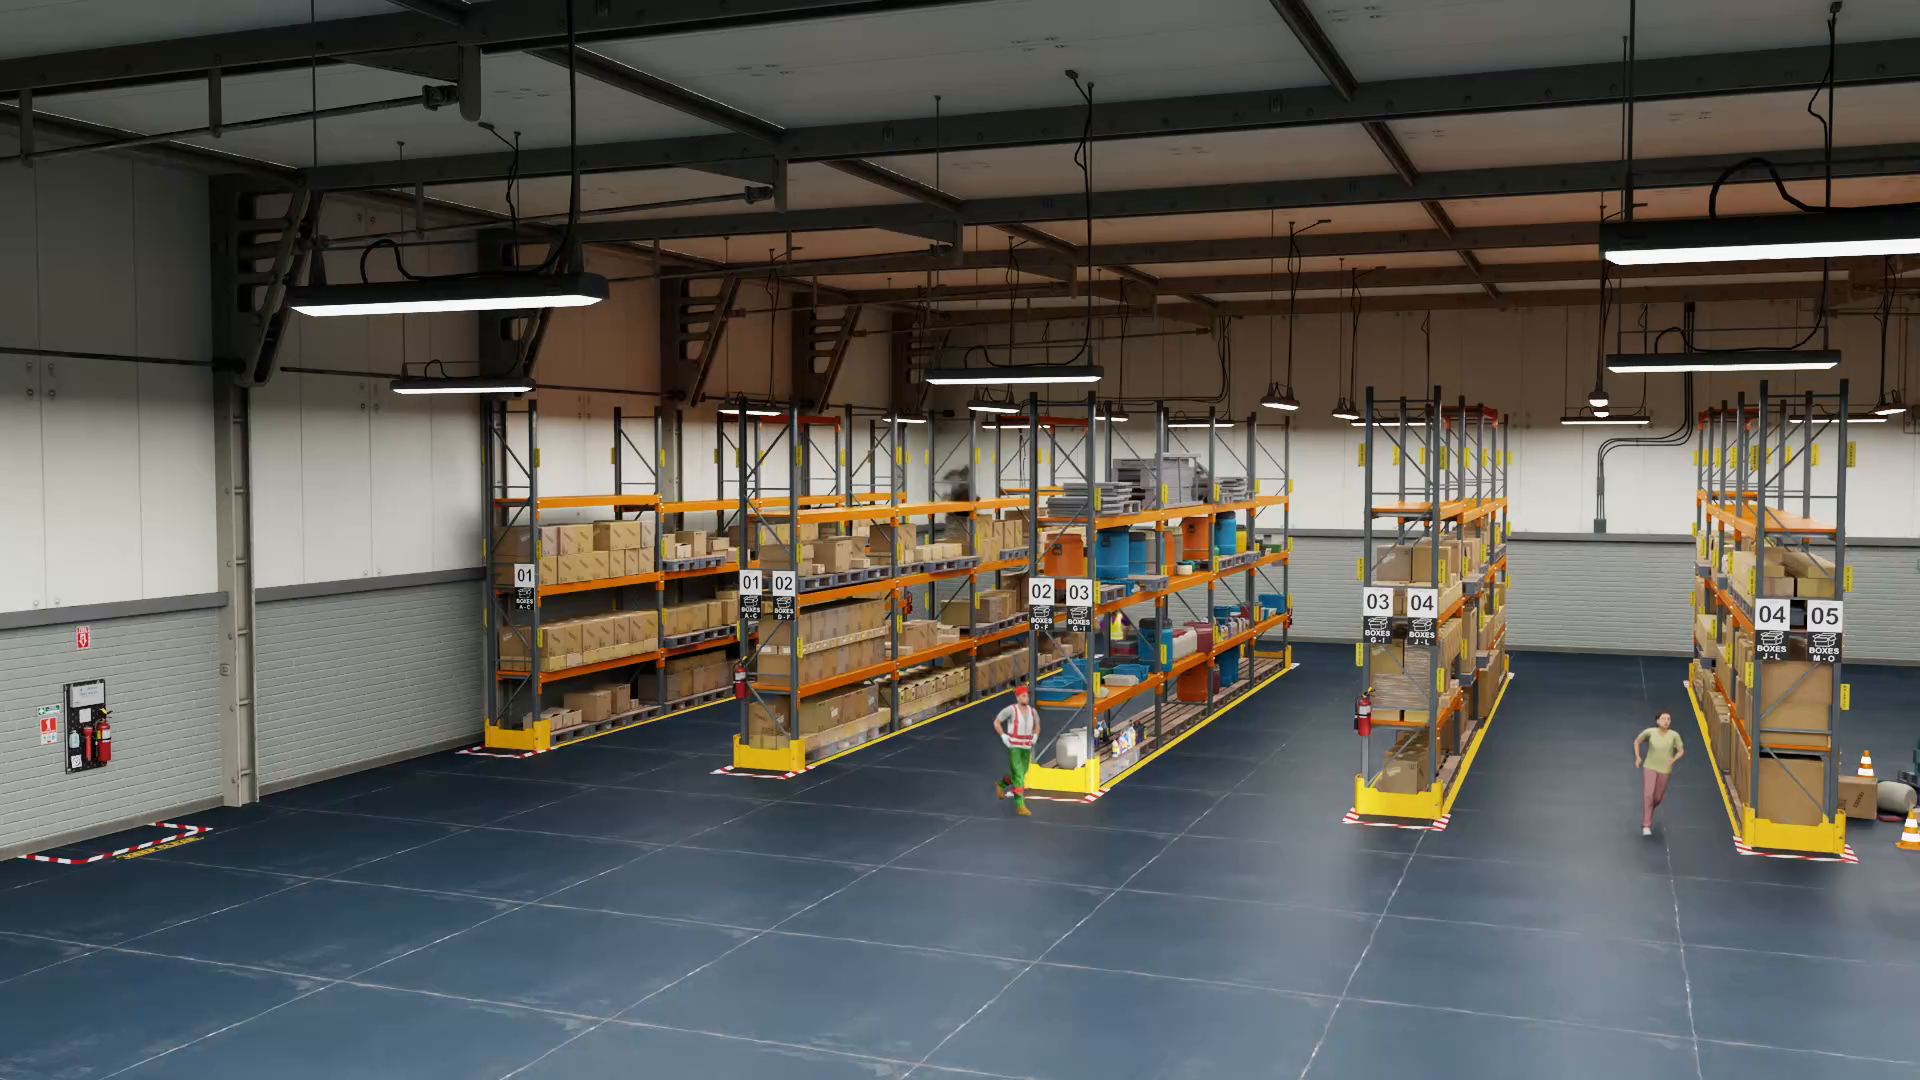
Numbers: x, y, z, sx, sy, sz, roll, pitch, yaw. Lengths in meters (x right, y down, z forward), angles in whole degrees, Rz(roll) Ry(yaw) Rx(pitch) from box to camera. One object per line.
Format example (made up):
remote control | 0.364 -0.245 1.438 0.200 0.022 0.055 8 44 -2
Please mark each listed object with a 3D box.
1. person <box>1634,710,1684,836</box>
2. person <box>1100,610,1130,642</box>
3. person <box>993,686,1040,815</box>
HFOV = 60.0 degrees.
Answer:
person | 9.345 3.086 22.232 0.618 1.628 0.858 1 3 17
person | 3.485 2.270 37.671 0.672 1.746 0.657 1 3 16
person | 0.828 2.965 23.737 0.682 1.781 0.907 -2 3 -32
